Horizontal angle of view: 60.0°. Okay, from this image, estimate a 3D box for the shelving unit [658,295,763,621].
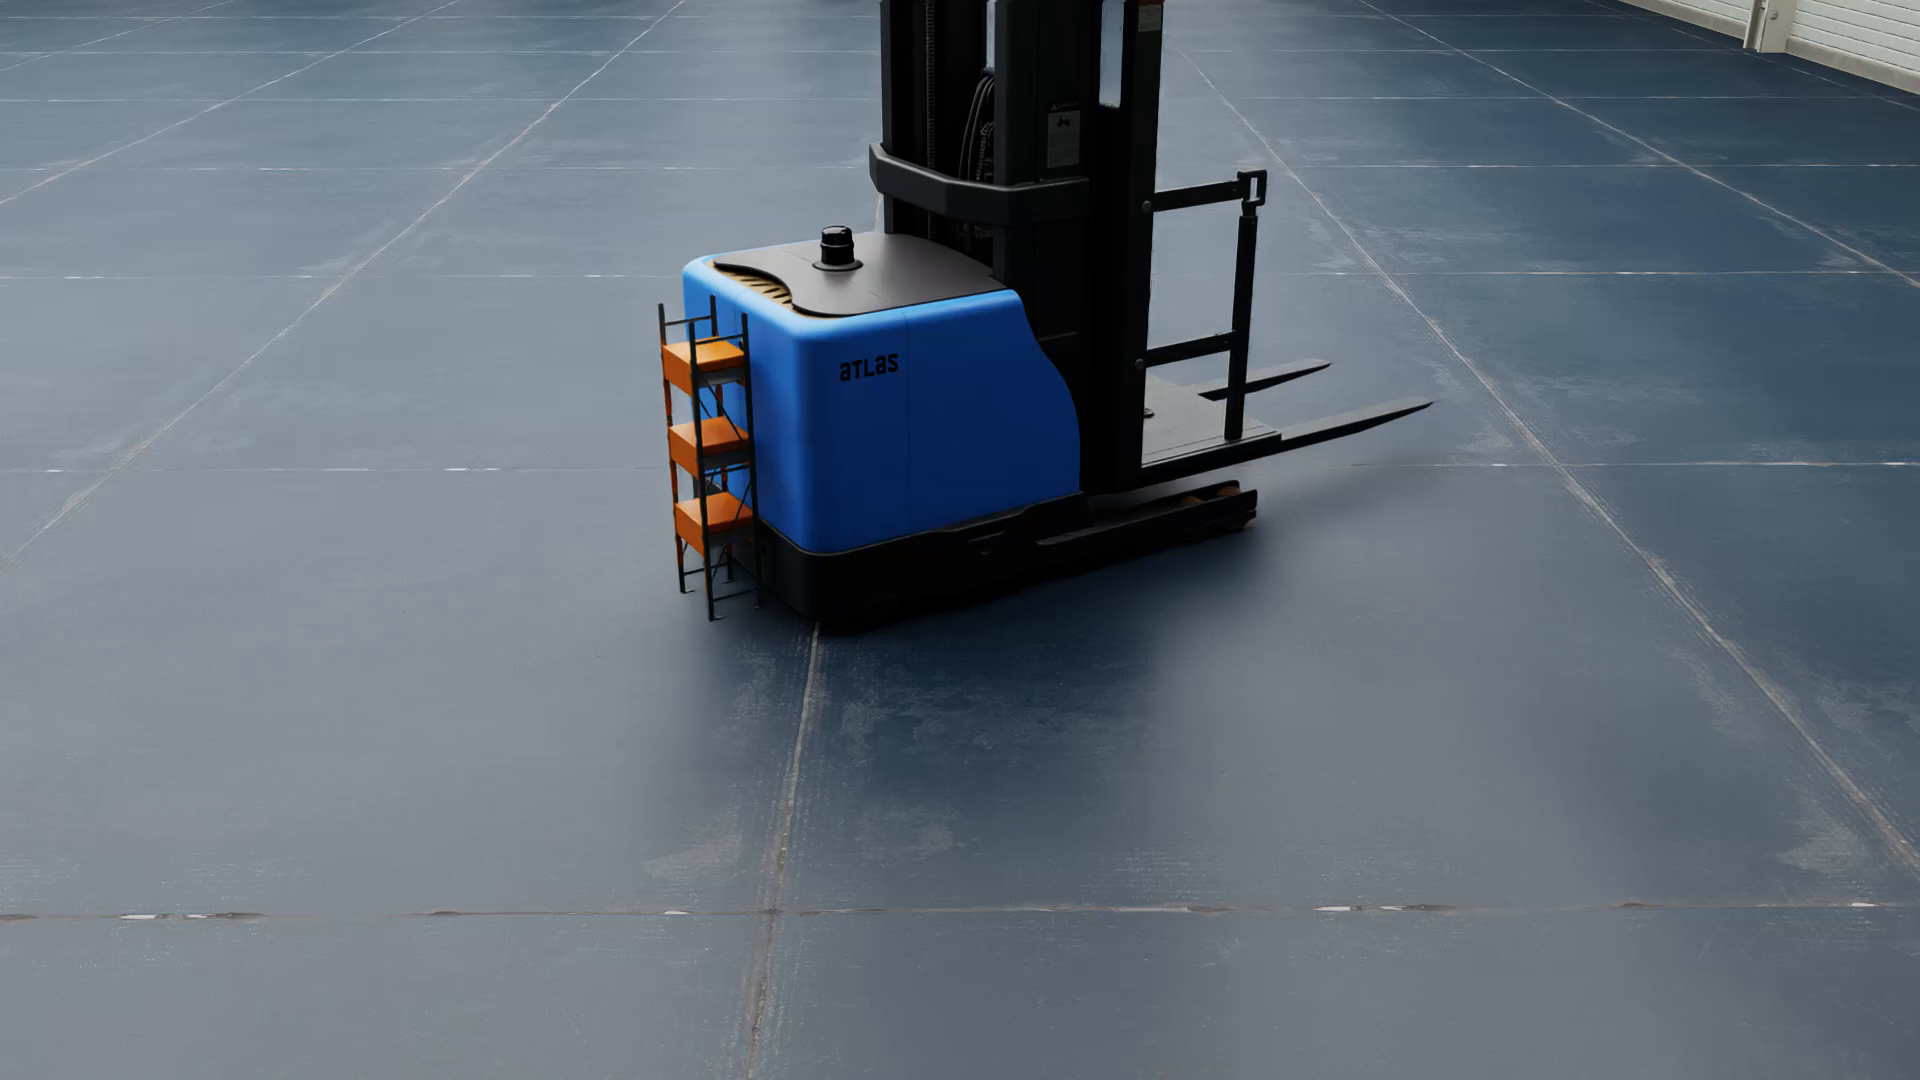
[{"bbox_3d":[-0.830,-0.268,5.568,0.215,1.050,0.252,-14,28,-29],"label":"shelving unit"}]

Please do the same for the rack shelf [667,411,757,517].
[{"bbox_3d":[-0.830,-0.258,5.572,0.215,0.259,0.240,-14,28,-29],"label":"rack shelf"}]

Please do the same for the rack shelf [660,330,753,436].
[{"bbox_3d":[-0.830,-0.517,5.455,0.215,0.259,0.240,-14,28,-29],"label":"rack shelf"}]

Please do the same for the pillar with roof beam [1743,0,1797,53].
[{"bbox_3d":[4.380,-9.368,16.044,9.100,9.000,0.400,0,24,-1],"label":"pillar with roof beam"}]

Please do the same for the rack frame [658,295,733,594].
[{"bbox_3d":[-0.895,-0.310,5.662,0.200,1.050,0.008,-14,28,-29],"label":"rack frame"}]

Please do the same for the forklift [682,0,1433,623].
[{"bbox_3d":[0.533,-1.500,6.009,3.031,2.935,1.130,-14,28,-29],"label":"forklift"}]

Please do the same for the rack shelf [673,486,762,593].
[{"bbox_3d":[-0.830,-0.005,5.687,0.215,0.259,0.240,-14,28,-29],"label":"rack shelf"}]

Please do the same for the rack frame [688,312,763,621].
[{"bbox_3d":[-0.766,-0.225,5.474,0.200,1.050,0.008,-14,28,-29],"label":"rack frame"}]
